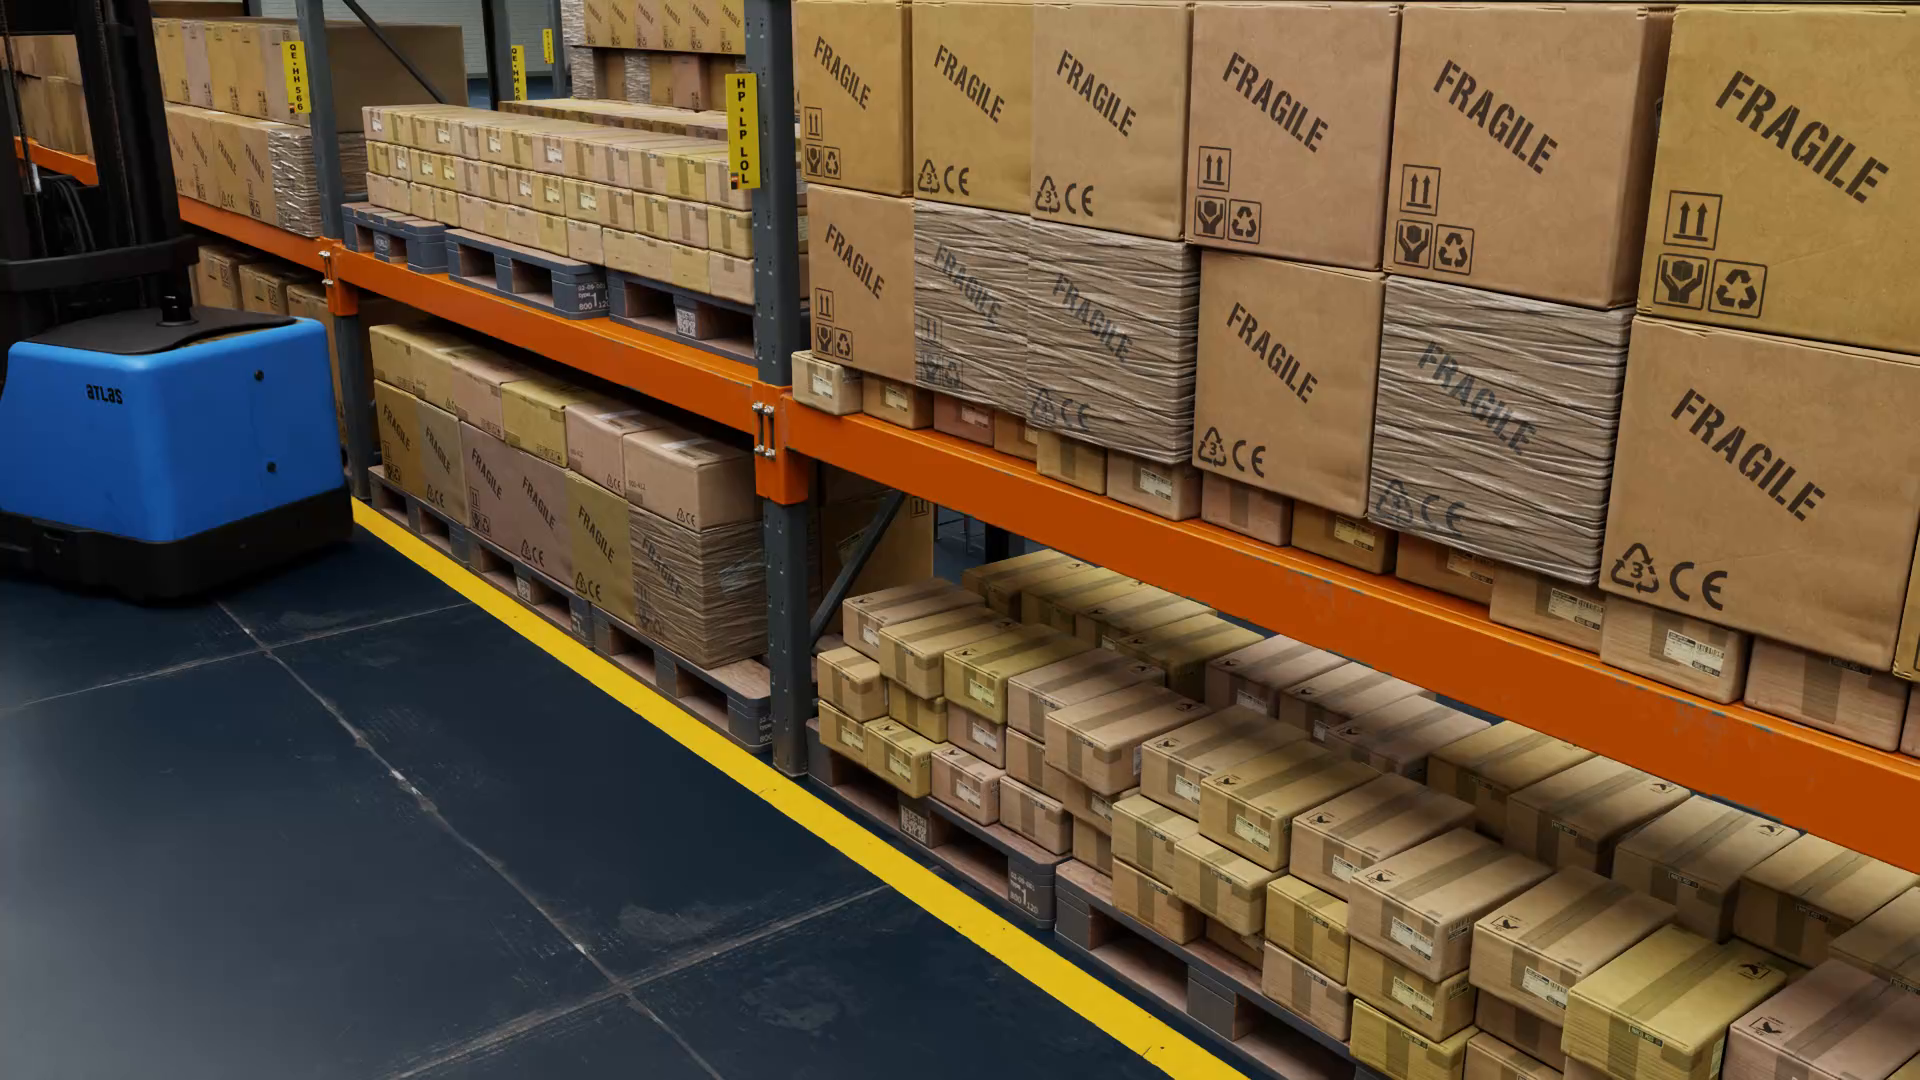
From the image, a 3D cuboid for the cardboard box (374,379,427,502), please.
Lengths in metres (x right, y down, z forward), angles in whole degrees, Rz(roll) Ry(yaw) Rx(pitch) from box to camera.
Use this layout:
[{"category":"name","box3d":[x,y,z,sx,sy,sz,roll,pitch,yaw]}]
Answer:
[{"category":"cardboard box","box3d":[-2.441,-0.518,7.964,0.500,0.500,0.500,-15,24,-38]}]

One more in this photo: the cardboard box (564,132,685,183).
[{"category":"cardboard box","box3d":[-1.238,-1.423,6.174,0.380,0.149,0.250,-15,23,-38]}]

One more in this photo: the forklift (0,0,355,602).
[{"category":"forklift","box3d":[-4.362,-1.436,7.537,3.031,2.935,1.130,9,20,26]}]

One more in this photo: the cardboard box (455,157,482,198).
[{"category":"cardboard box","box3d":[-1.888,-1.537,6.992,0.380,0.149,0.250,-14,23,-36]}]

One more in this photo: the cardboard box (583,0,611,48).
[{"category":"cardboard box","box3d":[-3.263,-4.994,15.950,0.500,0.500,0.500,-14,23,-36]}]

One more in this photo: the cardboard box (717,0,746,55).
[{"category":"cardboard box","box3d":[-1.708,-4.379,14.092,0.500,0.500,0.500,-14,23,-36]}]

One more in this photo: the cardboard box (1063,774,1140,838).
[{"category":"cardboard box","box3d":[0.503,0.658,4.498,0.380,0.149,0.250,-13,22,-34]}]

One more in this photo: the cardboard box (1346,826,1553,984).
[{"category":"cardboard box","box3d":[1.067,0.789,3.630,0.380,0.149,0.250,-13,22,-34]}]

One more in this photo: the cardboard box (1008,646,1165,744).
[{"category":"cardboard box","box3d":[0.355,0.445,4.668,0.380,0.149,0.250,-15,23,-38]}]

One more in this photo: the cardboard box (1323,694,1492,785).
[{"category":"cardboard box","box3d":[1.165,0.554,4.338,0.380,0.149,0.250,-14,23,-36]}]

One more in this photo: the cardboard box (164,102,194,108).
[{"category":"cardboard box","box3d":[-4.734,-2.456,10.350,0.500,0.500,0.500,-14,23,-36]}]

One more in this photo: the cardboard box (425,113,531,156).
[{"category":"cardboard box","box3d":[-2.063,-1.748,7.155,0.380,0.149,0.250,-15,24,-38]}]

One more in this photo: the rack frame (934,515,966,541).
[{"category":"rack frame","box3d":[-0.043,-0.515,7.748,0.200,1.050,0.008,-14,23,-36]}]

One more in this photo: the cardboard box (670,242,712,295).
[{"category":"cardboard box","box3d":[-0.760,-0.947,5.683,0.380,0.149,0.250,-14,23,-36]}]

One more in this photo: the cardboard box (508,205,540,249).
[{"category":"cardboard box","box3d":[-1.575,-1.269,6.656,0.380,0.149,0.250,-15,23,-38]}]

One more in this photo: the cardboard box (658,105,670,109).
[{"category":"cardboard box","box3d":[-2.592,-3.984,15.521,0.380,0.149,0.250,-14,23,-36]}]

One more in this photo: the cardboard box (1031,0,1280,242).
[{"category":"cardboard box","box3d":[0.515,-0.994,3.868,0.500,0.500,0.500,-14,23,-35]}]

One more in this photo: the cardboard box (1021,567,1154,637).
[{"category":"cardboard box","box3d":[0.418,0.220,5.348,0.380,0.149,0.250,-14,23,-35]}]

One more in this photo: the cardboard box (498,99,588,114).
[{"category":"cardboard box","box3d":[-2.016,-2.061,8.099,0.380,0.149,0.250,-15,24,-38]}]

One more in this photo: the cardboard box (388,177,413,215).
[{"category":"cardboard box","box3d":[-2.394,-1.594,7.636,0.380,0.149,0.250,-13,22,-33]}]

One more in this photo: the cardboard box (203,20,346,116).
[{"category":"cardboard box","box3d":[-3.904,-2.741,9.617,0.700,0.500,0.500,-14,23,-37]}]

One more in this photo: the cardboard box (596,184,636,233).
[{"category":"cardboard box","box3d":[-1.088,-1.218,6.026,0.380,0.149,0.250,-15,23,-38]}]

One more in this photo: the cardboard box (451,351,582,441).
[{"category":"cardboard box","box3d":[-1.829,-0.632,7.114,0.500,0.250,0.500,-14,23,-36]}]

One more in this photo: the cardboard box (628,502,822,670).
[{"category":"cardboard box","box3d":[-0.853,0.110,6.066,0.500,0.500,0.500,-15,23,-37]}]

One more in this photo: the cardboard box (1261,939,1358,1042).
[{"category":"cardboard box","box3d":[0.936,1.001,3.935,0.380,0.149,0.250,-13,23,-35]}]

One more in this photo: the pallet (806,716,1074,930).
[{"category":"pallet","box3d":[0.248,0.738,5.297,1.003,0.211,1.213,-14,23,-36]}]

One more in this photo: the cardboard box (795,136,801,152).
[{"category":"cardboard box","box3d":[-0.415,-1.424,6.178,0.380,0.149,0.250,-14,23,-36]}]

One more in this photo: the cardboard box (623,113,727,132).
[{"category":"cardboard box","box3d":[-1.215,-1.742,7.136,0.380,0.149,0.250,-13,22,-34]}]

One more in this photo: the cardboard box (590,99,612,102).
[{"category":"cardboard box","box3d":[-3.422,-4.278,16.410,0.380,0.149,0.250,-14,23,-36]}]

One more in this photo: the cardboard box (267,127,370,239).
[{"category":"cardboard box","box3d":[-3.170,-1.836,8.475,0.500,0.500,0.500,-14,23,-36]}]

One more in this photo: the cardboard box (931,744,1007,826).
[{"category":"cardboard box","box3d":[0.138,0.679,4.907,0.380,0.149,0.250,-14,23,-36]}]

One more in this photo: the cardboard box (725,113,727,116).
[{"category":"cardboard box","box3d":[-1.832,-3.672,14.578,0.380,0.149,0.250,-14,23,-36]}]

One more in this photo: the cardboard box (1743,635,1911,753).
[{"category":"cardboard box","box3d":[1.571,0.208,2.861,0.380,0.149,0.250,-14,23,-37]}]

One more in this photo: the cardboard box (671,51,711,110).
[{"category":"cardboard box","box3d":[-2.116,-4.204,15.153,0.875,0.500,0.500,-14,23,-36]}]

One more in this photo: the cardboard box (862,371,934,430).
[{"category":"cardboard box","box3d":[-0.058,-0.442,4.825,0.380,0.149,0.250,-13,22,-35]}]

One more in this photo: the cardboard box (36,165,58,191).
[{"category":"cardboard box","box3d":[-7.174,-2.737,14.070,0.875,0.875,0.875,-14,23,-36]}]

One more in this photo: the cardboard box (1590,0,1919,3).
[{"category":"cardboard box","box3d":[1.593,-0.840,3.404,0.500,0.500,0.500,-15,23,-37]}]

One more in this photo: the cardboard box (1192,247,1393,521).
[{"category":"cardboard box","box3d":[0.867,-0.383,3.616,0.500,0.500,0.500,-13,22,-33]}]

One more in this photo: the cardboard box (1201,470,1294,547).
[{"category":"cardboard box","box3d":[0.782,-0.119,3.850,0.380,0.149,0.250,-13,22,-34]}]

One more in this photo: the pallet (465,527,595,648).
[{"category":"pallet","box3d":[-1.443,0.087,7.263,1.003,0.211,1.213,-14,23,-36]}]

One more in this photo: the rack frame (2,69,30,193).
[{"category":"rack frame","box3d":[-7.647,-3.701,14.267,1.000,3.000,0.127,-14,23,-36]}]

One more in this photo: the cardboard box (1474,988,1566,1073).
[{"category":"cardboard box","box3d":[1.326,0.966,3.567,0.380,0.149,0.250,-14,23,-37]}]

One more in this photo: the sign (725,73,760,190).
[{"category":"sign","box3d":[-0.629,-1.184,4.825,0.100,0.325,0.005,-14,23,-36]}]

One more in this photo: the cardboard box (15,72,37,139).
[{"category":"cardboard box","box3d":[-7.381,-3.689,13.994,0.875,0.550,0.550,-14,23,-36]}]

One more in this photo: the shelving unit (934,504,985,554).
[{"category":"shelving unit","box3d":[0.033,-0.485,7.658,0.215,1.050,0.252,-14,23,-36]}]

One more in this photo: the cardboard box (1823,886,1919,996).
[{"category":"cardboard box","box3d":[1.963,0.873,3.374,0.380,0.149,0.250,-13,23,-35]}]

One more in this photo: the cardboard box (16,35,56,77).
[{"category":"cardboard box","box3d":[-6.792,-3.904,12.923,0.875,0.550,0.550,-14,23,-36]}]
